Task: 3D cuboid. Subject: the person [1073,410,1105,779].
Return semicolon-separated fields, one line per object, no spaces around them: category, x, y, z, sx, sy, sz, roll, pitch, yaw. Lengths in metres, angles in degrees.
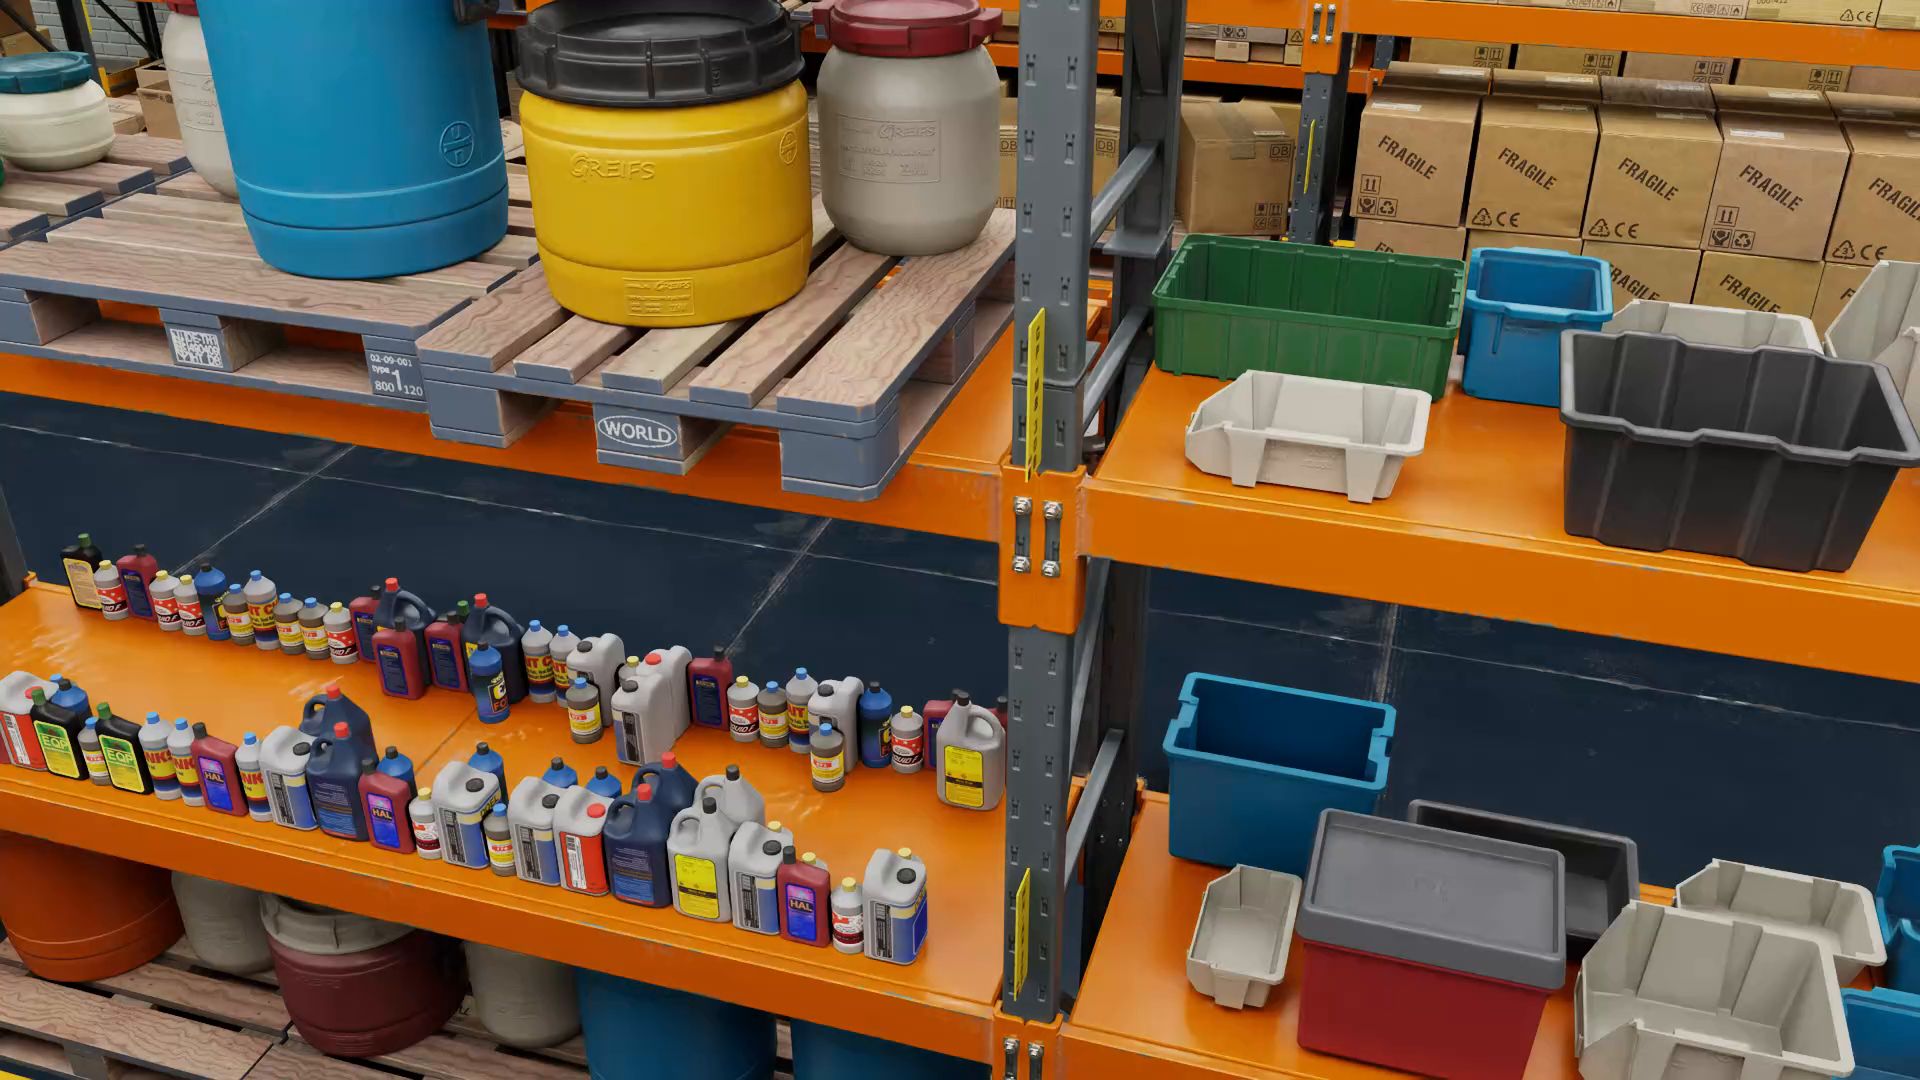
person;0.555;0.260;6.672;0.339;1.700;0.435;9;31;16
